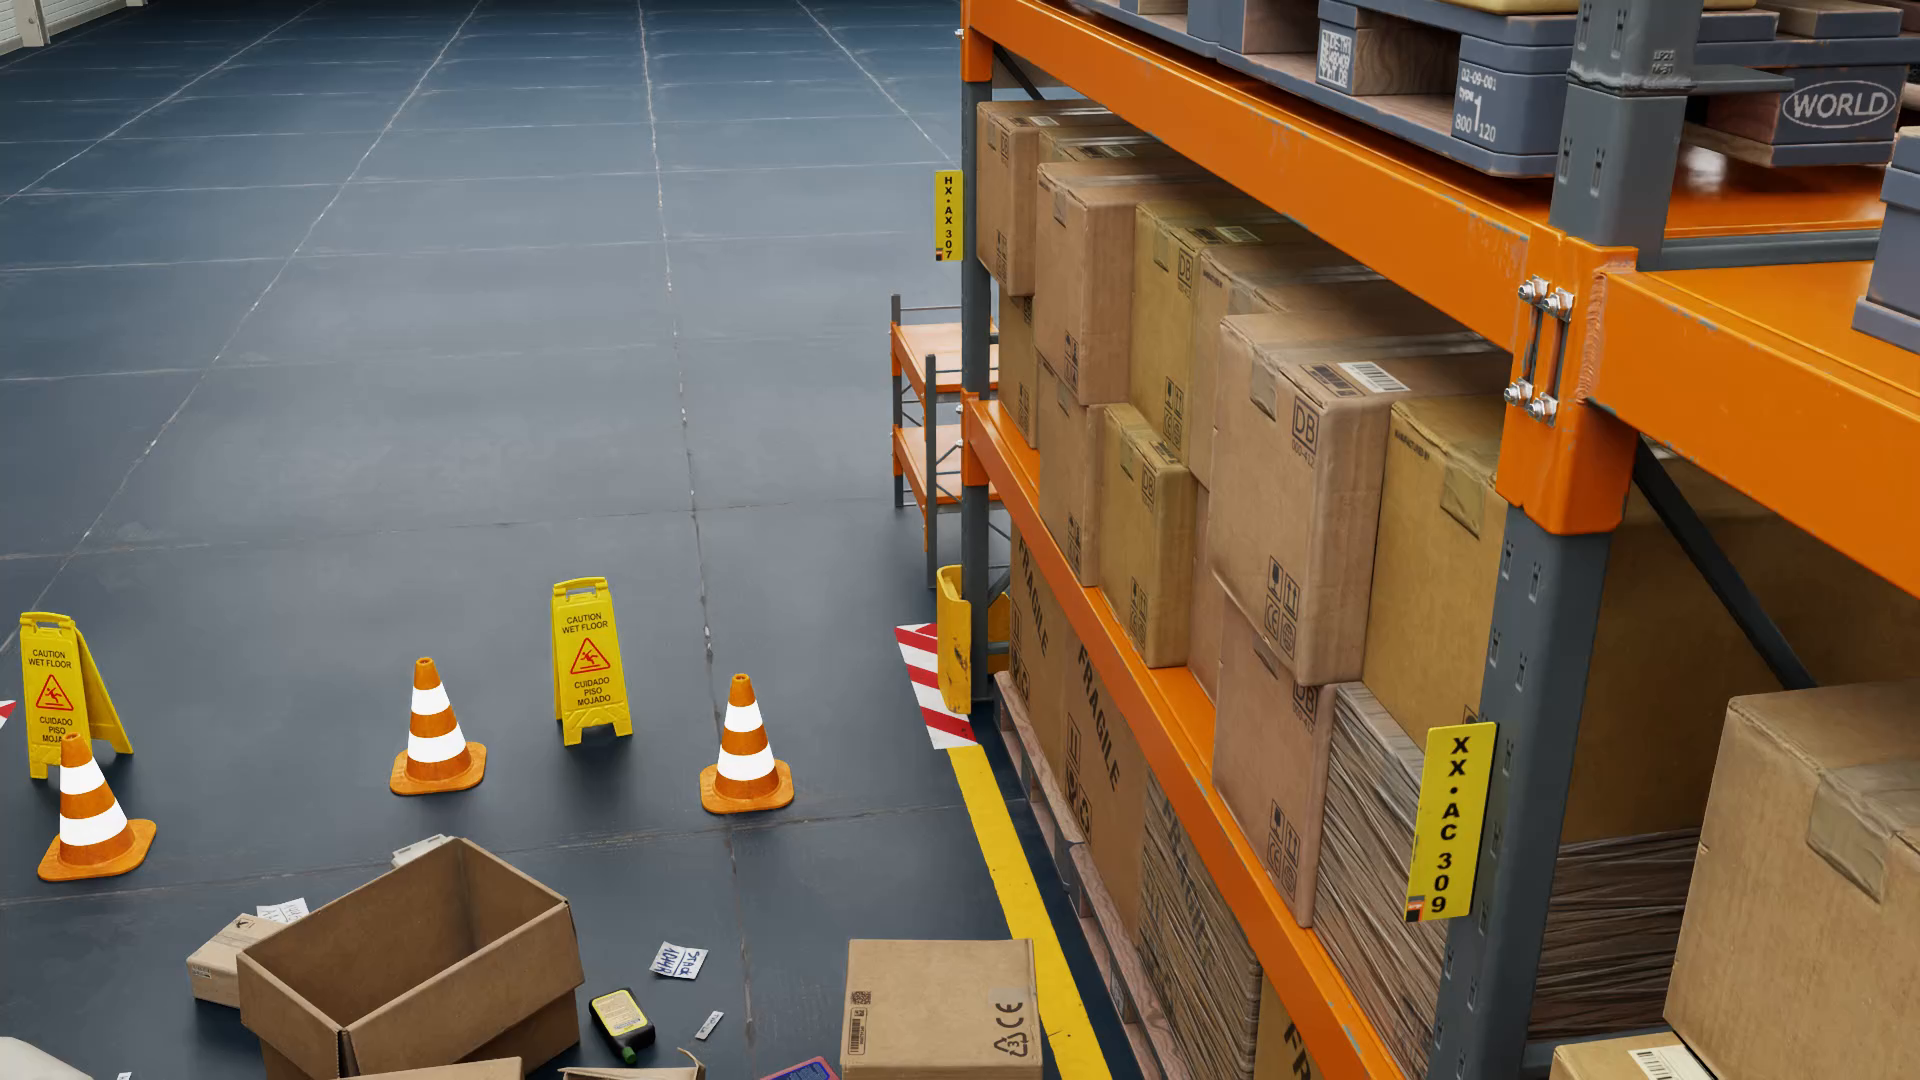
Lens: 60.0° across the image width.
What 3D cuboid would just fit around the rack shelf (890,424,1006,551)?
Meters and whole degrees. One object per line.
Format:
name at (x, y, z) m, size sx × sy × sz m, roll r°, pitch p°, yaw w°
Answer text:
rack shelf at (0.001, -0.289, 8.117) m, size 0.538 × 0.278 × 1.000 m, roll -4°, pitch 24°, yaw -10°

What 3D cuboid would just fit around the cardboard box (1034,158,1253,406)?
cardboard box at (0.700, -0.749, 4.680) m, size 0.875 × 0.550 × 0.550 m, roll -4°, pitch 24°, yaw -10°

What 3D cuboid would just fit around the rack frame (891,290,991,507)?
rack frame at (-0.093, -0.713, 8.477) m, size 0.500 × 1.125 × 0.032 m, roll -4°, pitch 24°, yaw -10°

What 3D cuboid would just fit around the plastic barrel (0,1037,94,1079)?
plastic barrel at (-2.469, 1.513, 4.256) m, size 0.512 × 0.421 × 0.421 m, roll 13°, pitch 27°, yaw 27°

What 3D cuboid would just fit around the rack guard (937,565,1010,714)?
rack guard at (0.503, 0.362, 6.796) m, size 1.175 × 0.500 × 0.348 m, roll -4°, pitch 24°, yaw -10°

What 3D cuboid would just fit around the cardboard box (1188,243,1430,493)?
cardboard box at (1.032, -0.342, 3.748) m, size 0.875 × 0.550 × 0.550 m, roll -4°, pitch 24°, yaw -10°

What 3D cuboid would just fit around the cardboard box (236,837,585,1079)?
cardboard box at (-1.526, 1.280, 4.691) m, size 0.637 × 0.503 × 0.797 m, roll 18°, pitch 29°, yaw 36°

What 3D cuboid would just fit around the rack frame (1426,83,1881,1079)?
rack frame at (1.247, 0.800, 2.671) m, size 1.000 × 3.000 × 0.127 m, roll -4°, pitch 24°, yaw -10°

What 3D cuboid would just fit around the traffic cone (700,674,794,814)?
traffic cone at (-0.790, 0.703, 6.062) m, size 0.336 × 0.463 × 0.334 m, roll -4°, pitch 24°, yaw -10°

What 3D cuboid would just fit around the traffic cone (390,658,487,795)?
traffic cone at (-1.963, 0.653, 6.177) m, size 0.336 × 0.463 × 0.334 m, roll -4°, pitch 24°, yaw -10°

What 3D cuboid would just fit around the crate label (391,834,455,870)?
crate label at (-1.757, 1.107, 5.545) m, size 0.250 × 0.136 × 0.298 m, roll -19°, pitch 30°, yaw -37°

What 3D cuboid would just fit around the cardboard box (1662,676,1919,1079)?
cardboard box at (1.345, 0.491, 2.005) m, size 0.700 × 0.500 × 0.500 m, roll -5°, pitch 24°, yaw -11°

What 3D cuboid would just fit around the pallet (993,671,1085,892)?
pallet at (0.732, 0.813, 6.125) m, size 1.003 × 0.211 × 1.213 m, roll -4°, pitch 24°, yaw -10°

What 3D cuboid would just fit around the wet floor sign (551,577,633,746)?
wet floor sign at (-1.444, 0.440, 6.435) m, size 0.267 × 0.644 × 0.232 m, roll -9°, pitch 25°, yaw -19°

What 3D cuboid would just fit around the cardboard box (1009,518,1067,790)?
cardboard box at (0.698, 0.269, 6.015) m, size 0.875 × 0.875 × 0.875 m, roll -4°, pitch 24°, yaw -9°

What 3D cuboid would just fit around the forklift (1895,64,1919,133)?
forklift at (3.389, -0.583, 5.923) m, size 1.130 × 2.935 × 3.031 m, roll -15°, pitch 27°, yaw -30°

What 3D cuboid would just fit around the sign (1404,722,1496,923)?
sign at (0.702, 0.408, 2.387) m, size 0.100 × 0.325 × 0.005 m, roll -4°, pitch 24°, yaw -10°

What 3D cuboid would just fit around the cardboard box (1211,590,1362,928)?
cardboard box at (1.043, 0.372, 3.463) m, size 0.875 × 0.550 × 0.550 m, roll -4°, pitch 24°, yaw -10°

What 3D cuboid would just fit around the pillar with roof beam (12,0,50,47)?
pillar with roof beam at (-10.180, -12.166, 24.863) m, size 9.100 × 9.000 × 0.400 m, roll -4°, pitch 24°, yaw -10°

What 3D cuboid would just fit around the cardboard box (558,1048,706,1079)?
cardboard box at (-0.881, 1.513, 4.454) m, size 0.396 × 0.266 × 0.258 m, roll 0°, pitch 24°, yaw -1°

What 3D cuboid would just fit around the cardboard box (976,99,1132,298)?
cardboard box at (0.538, -1.188, 5.687) m, size 0.875 × 0.550 × 0.550 m, roll -4°, pitch 24°, yaw -10°

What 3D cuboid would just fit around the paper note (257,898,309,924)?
paper note at (-2.208, 1.218, 5.424) m, size 0.148 × 0.019 × 0.142 m, roll -13°, pitch 27°, yaw -28°

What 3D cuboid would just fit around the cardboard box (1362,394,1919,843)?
cardboard box at (1.213, 0.088, 2.763) m, size 0.875 × 0.550 × 0.550 m, roll -4°, pitch 24°, yaw -10°

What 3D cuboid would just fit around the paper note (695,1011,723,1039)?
paper note at (-0.744, 1.440, 4.939) m, size 0.032 × 0.001 × 0.123 m, roll 8°, pitch 25°, yaw 18°

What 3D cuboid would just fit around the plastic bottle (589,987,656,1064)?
plastic bottle at (-0.983, 1.432, 4.894) m, size 0.133 × 0.061 × 0.283 m, roll -13°, pitch 27°, yaw -28°

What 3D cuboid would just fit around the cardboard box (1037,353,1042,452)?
cardboard box at (0.744, -0.485, 5.425) m, size 0.875 × 0.550 × 0.550 m, roll -4°, pitch 24°, yaw -10°

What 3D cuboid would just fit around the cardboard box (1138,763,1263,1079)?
cardboard box at (1.029, 0.974, 4.402) m, size 0.875 × 0.875 × 0.875 m, roll -4°, pitch 24°, yaw -9°

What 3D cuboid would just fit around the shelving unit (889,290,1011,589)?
shelving unit at (0.001, -0.513, 8.019) m, size 0.538 × 1.125 × 1.048 m, roll -4°, pitch 24°, yaw -10°

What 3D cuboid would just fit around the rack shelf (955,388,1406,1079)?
rack shelf at (0.877, 0.343, 4.616) m, size 1.077 × 0.370 × 4.000 m, roll -4°, pitch 24°, yaw -10°

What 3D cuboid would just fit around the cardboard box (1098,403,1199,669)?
cardboard box at (0.862, -0.050, 4.429) m, size 0.875 × 0.550 × 0.500 m, roll -4°, pitch 24°, yaw -10°

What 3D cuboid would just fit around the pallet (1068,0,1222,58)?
pallet at (0.884, -1.336, 3.924) m, size 1.003 × 0.211 × 1.213 m, roll -4°, pitch 24°, yaw -10°

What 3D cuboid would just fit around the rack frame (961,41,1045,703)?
rack frame at (0.507, -0.774, 6.274) m, size 1.000 × 3.000 × 0.127 m, roll -4°, pitch 24°, yaw -10°
